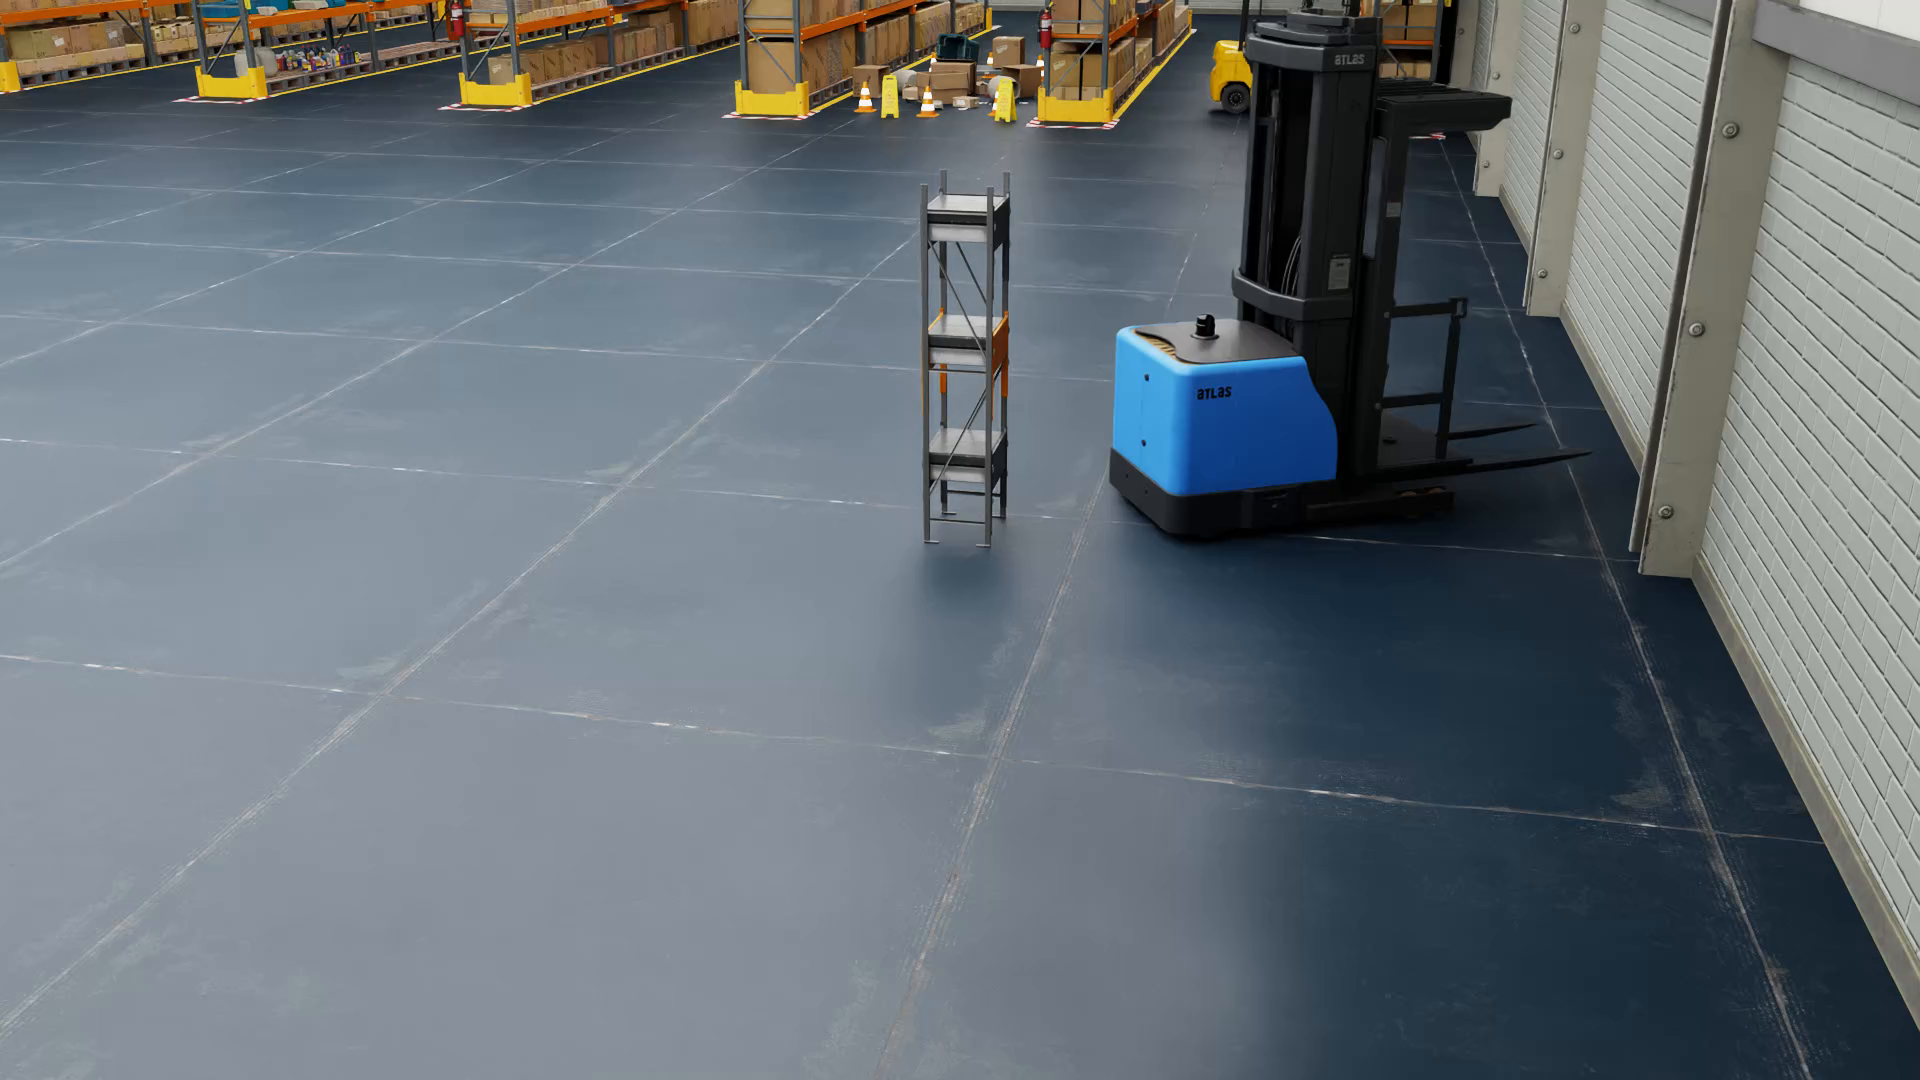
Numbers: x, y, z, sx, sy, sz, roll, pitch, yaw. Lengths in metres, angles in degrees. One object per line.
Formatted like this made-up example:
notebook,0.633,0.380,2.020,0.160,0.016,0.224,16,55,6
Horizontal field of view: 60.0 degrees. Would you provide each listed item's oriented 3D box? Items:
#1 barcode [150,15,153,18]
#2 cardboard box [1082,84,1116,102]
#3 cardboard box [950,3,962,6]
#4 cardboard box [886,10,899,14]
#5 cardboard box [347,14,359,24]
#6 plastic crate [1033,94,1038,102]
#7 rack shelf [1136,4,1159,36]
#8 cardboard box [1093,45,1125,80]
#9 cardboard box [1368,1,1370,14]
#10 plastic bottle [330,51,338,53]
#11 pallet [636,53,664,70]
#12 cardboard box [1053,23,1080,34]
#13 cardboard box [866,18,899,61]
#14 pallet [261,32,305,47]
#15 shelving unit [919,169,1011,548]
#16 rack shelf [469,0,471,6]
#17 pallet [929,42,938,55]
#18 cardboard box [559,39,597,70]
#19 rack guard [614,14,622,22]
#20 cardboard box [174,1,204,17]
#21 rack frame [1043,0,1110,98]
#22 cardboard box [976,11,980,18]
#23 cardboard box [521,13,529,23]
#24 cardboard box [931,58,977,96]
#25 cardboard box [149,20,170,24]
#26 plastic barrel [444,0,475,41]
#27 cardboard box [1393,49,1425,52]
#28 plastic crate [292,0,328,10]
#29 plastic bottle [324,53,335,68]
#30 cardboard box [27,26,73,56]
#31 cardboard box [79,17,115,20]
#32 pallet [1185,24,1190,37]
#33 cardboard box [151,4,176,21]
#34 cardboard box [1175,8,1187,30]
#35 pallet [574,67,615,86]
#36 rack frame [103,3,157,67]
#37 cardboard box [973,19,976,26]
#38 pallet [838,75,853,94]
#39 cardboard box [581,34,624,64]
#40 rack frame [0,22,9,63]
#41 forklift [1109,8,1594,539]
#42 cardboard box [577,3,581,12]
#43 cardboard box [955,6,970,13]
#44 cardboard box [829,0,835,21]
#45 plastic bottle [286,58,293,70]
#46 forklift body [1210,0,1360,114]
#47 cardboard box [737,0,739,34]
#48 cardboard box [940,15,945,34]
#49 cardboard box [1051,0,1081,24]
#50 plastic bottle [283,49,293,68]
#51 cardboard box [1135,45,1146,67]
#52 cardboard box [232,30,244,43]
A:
barcode,-16.310,-10.560,33.532,0.001,0.075,0.075,4,22,11
cardboard box,2.248,-7.227,26.902,0.500,0.250,0.500,4,22,10
cardboard box,-0.167,-13.099,40.820,0.380,0.149,0.250,5,22,12
cardboard box,-1.538,-10.954,34.816,0.500,0.250,0.500,4,22,10
cardboard box,-14.957,-12.777,40.321,0.500,0.500,0.500,4,22,11
plastic crate,1.506,-7.631,28.694,0.402,0.080,0.583,-3,22,-8
rack shelf,3.037,-9.895,31.370,1.077,0.370,4.000,4,22,11
cardboard box,2.466,-7.958,27.714,0.500,0.500,0.500,5,22,12
cardboard box,7.053,-8.832,27.635,0.500,0.500,0.500,5,22,12
plastic bottle,-11.959,-9.245,31.851,0.152,0.276,0.135,4,22,11
pallet,-6.668,-9.691,33.634,1.003,0.211,1.213,4,22,11
cardboard box,1.680,-8.071,26.214,0.380,0.149,0.250,5,23,13
cardboard box,-1.808,-9.916,32.908,1.050,0.750,0.750,5,22,12
pallet,-15.764,-11.449,37.998,1.003,0.211,1.213,4,22,11
shelving unit,0.034,-1.035,9.612,0.431,2.100,0.503,4,22,11
rack shelf,-10.697,-12.491,37.815,1.077,0.370,4.000,4,22,11
pallet,-1.009,-10.737,36.232,1.003,0.211,1.213,4,22,11
cardboard box,-7.193,-9.145,31.328,0.500,0.500,0.500,4,22,9
rack guard,-9.480,-13.869,43.621,1.175,0.500,0.348,4,22,11
cardboard box,-19.734,-13.612,42.421,0.700,0.500,0.500,5,22,12
rack frame,1.813,-8.034,25.787,1.000,3.000,0.127,4,22,11
cardboard box,0.279,-12.831,40.554,0.380,0.149,0.250,4,22,9
cardboard box,-7.527,-8.849,28.147,0.380,0.149,0.250,4,22,11
cardboard box,-0.124,-8.117,29.153,0.797,0.637,0.503,4,22,11
cardboard box,-16.763,-10.732,34.852,0.500,0.311,0.500,4,22,11
plastic barrel,-11.022,-11.461,36.639,0.600,0.830,0.708,4,22,11
cardboard box,7.373,-7.938,27.328,0.500,0.250,0.500,5,22,11
plastic crate,-12.004,-9.895,30.759,0.530,0.136,0.437,4,22,11
plastic bottle,-11.912,-9.066,31.405,0.152,0.276,0.135,5,22,12
cardboard box,-17.069,-9.359,31.192,0.500,0.500,0.500,4,22,11
cardboard box,-17.170,-10.130,33.107,0.500,0.500,0.500,4,22,11
pallet,4.991,-12.294,40.096,1.003,0.211,1.213,4,22,11
cardboard box,-19.992,-13.261,41.081,0.750,0.750,0.750,5,22,12
cardboard box,4.863,-12.308,39.266,0.875,0.438,0.875,5,22,12
pallet,-7.175,-8.711,31.199,1.003,0.211,1.213,4,22,11
rack frame,-16.769,-11.009,33.174,1.000,3.000,0.127,4,22,11
cardboard box,0.188,-12.509,40.152,0.380,0.149,0.250,3,22,9
pallet,-2.469,-8.272,30.110,1.003,0.211,1.213,4,22,11
cardboard box,-6.926,-9.520,32.233,0.700,0.500,0.500,3,22,7
rack frame,-17.585,-9.546,29.541,1.000,3.000,0.127,4,22,11
forklift,2.523,-1.669,10.074,3.031,2.935,1.130,-7,23,-16
cardboard box,-7.120,-9.676,30.200,0.380,0.149,0.250,4,22,11
cardboard box,0.038,-12.689,39.803,0.380,0.149,0.250,4,22,9
cardboard box,-2.626,-9.178,28.427,0.875,0.550,0.500,4,22,11
plastic bottle,-12.559,-8.916,31.135,0.097,0.201,0.097,0,22,0
forklift body,5.274,-8.096,27.077,2.313,2.155,1.214,4,22,11
cardboard box,-5.551,-12.152,38.293,1.225,0.875,0.875,5,22,11
cardboard box,-0.614,-11.321,36.732,0.500,0.500,0.500,4,22,10
cardboard box,1.654,-8.438,26.258,0.500,0.500,0.500,4,22,10
plastic bottle,-12.655,-9.049,31.264,0.144,0.351,0.185,5,23,13
cardboard box,3.018,-9.183,31.594,0.950,0.372,0.625,5,23,13
cardboard box,-15.923,-10.991,36.248,0.500,0.250,0.500,4,22,10
